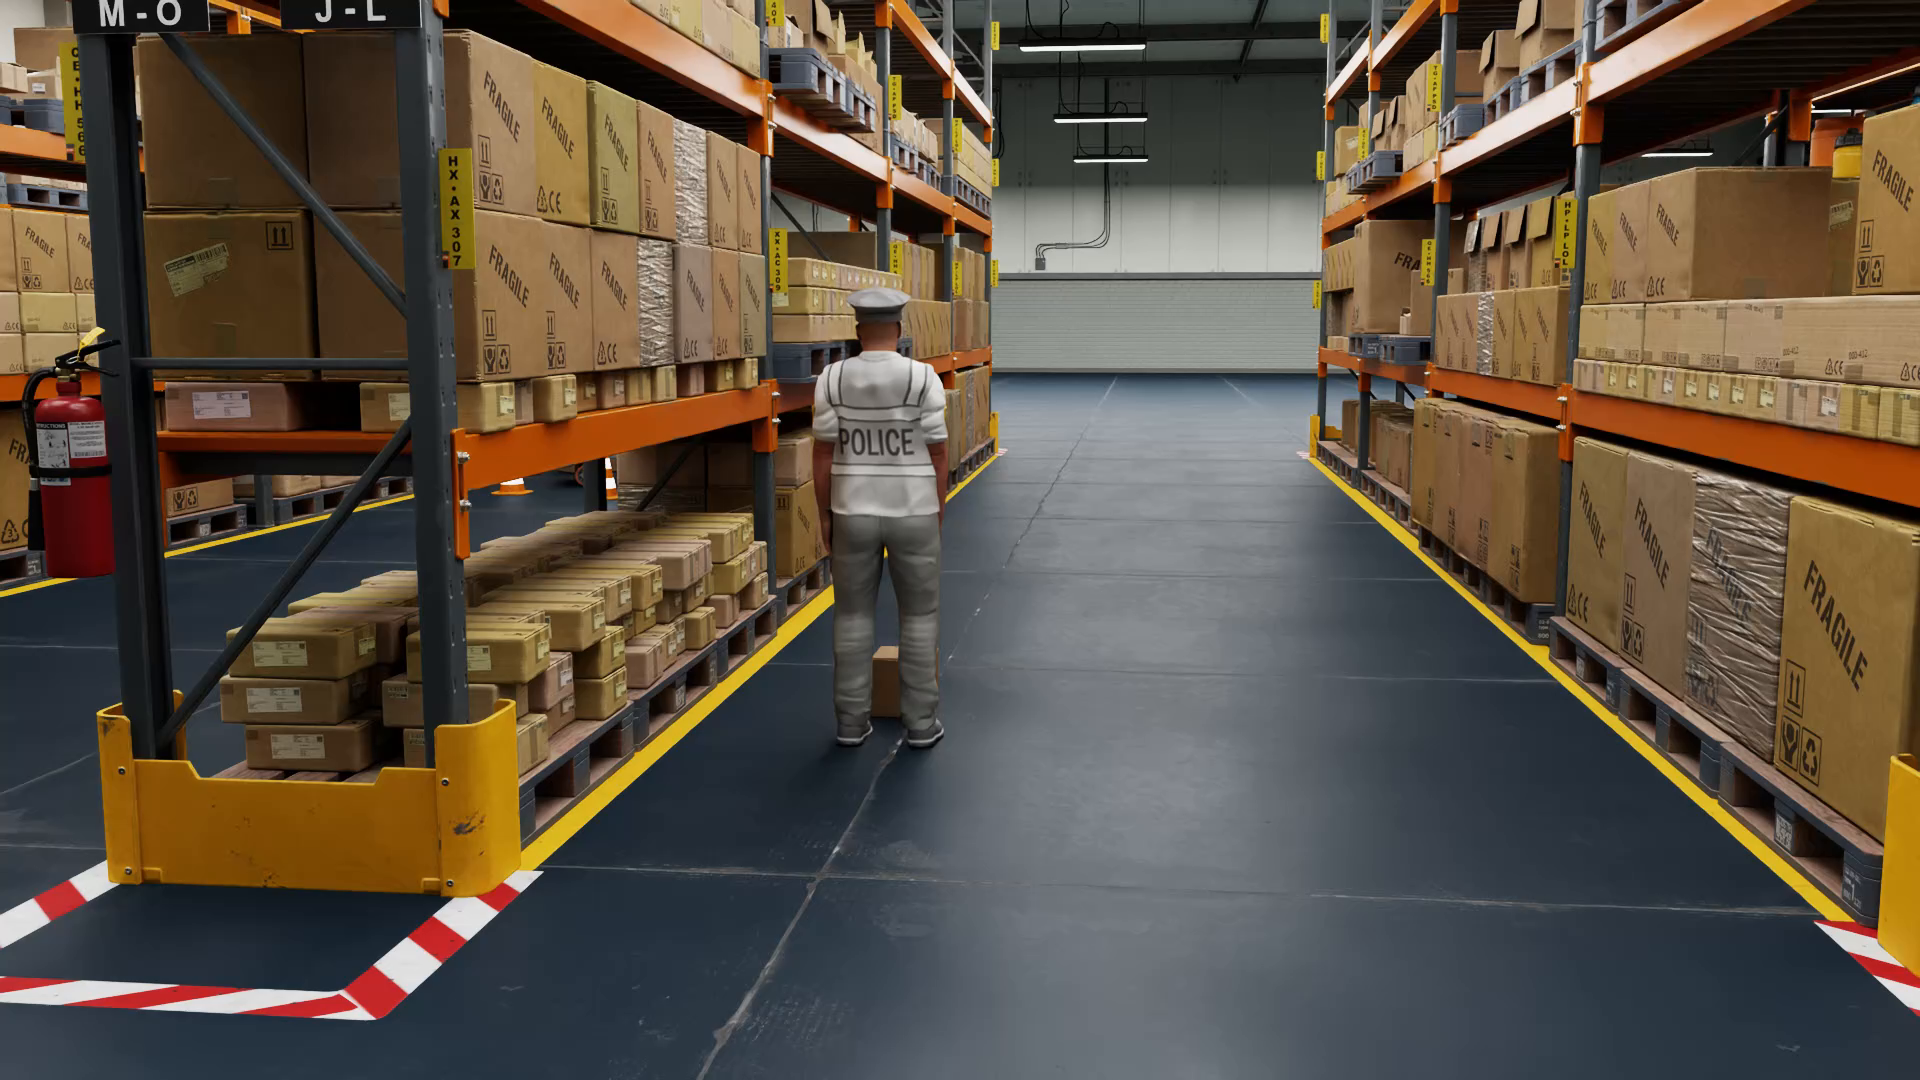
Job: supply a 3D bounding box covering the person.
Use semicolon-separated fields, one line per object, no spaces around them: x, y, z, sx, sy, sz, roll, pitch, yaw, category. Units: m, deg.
-0.300;-0.088;6.402;0.526;1.760;0.393;1;8;6;person
